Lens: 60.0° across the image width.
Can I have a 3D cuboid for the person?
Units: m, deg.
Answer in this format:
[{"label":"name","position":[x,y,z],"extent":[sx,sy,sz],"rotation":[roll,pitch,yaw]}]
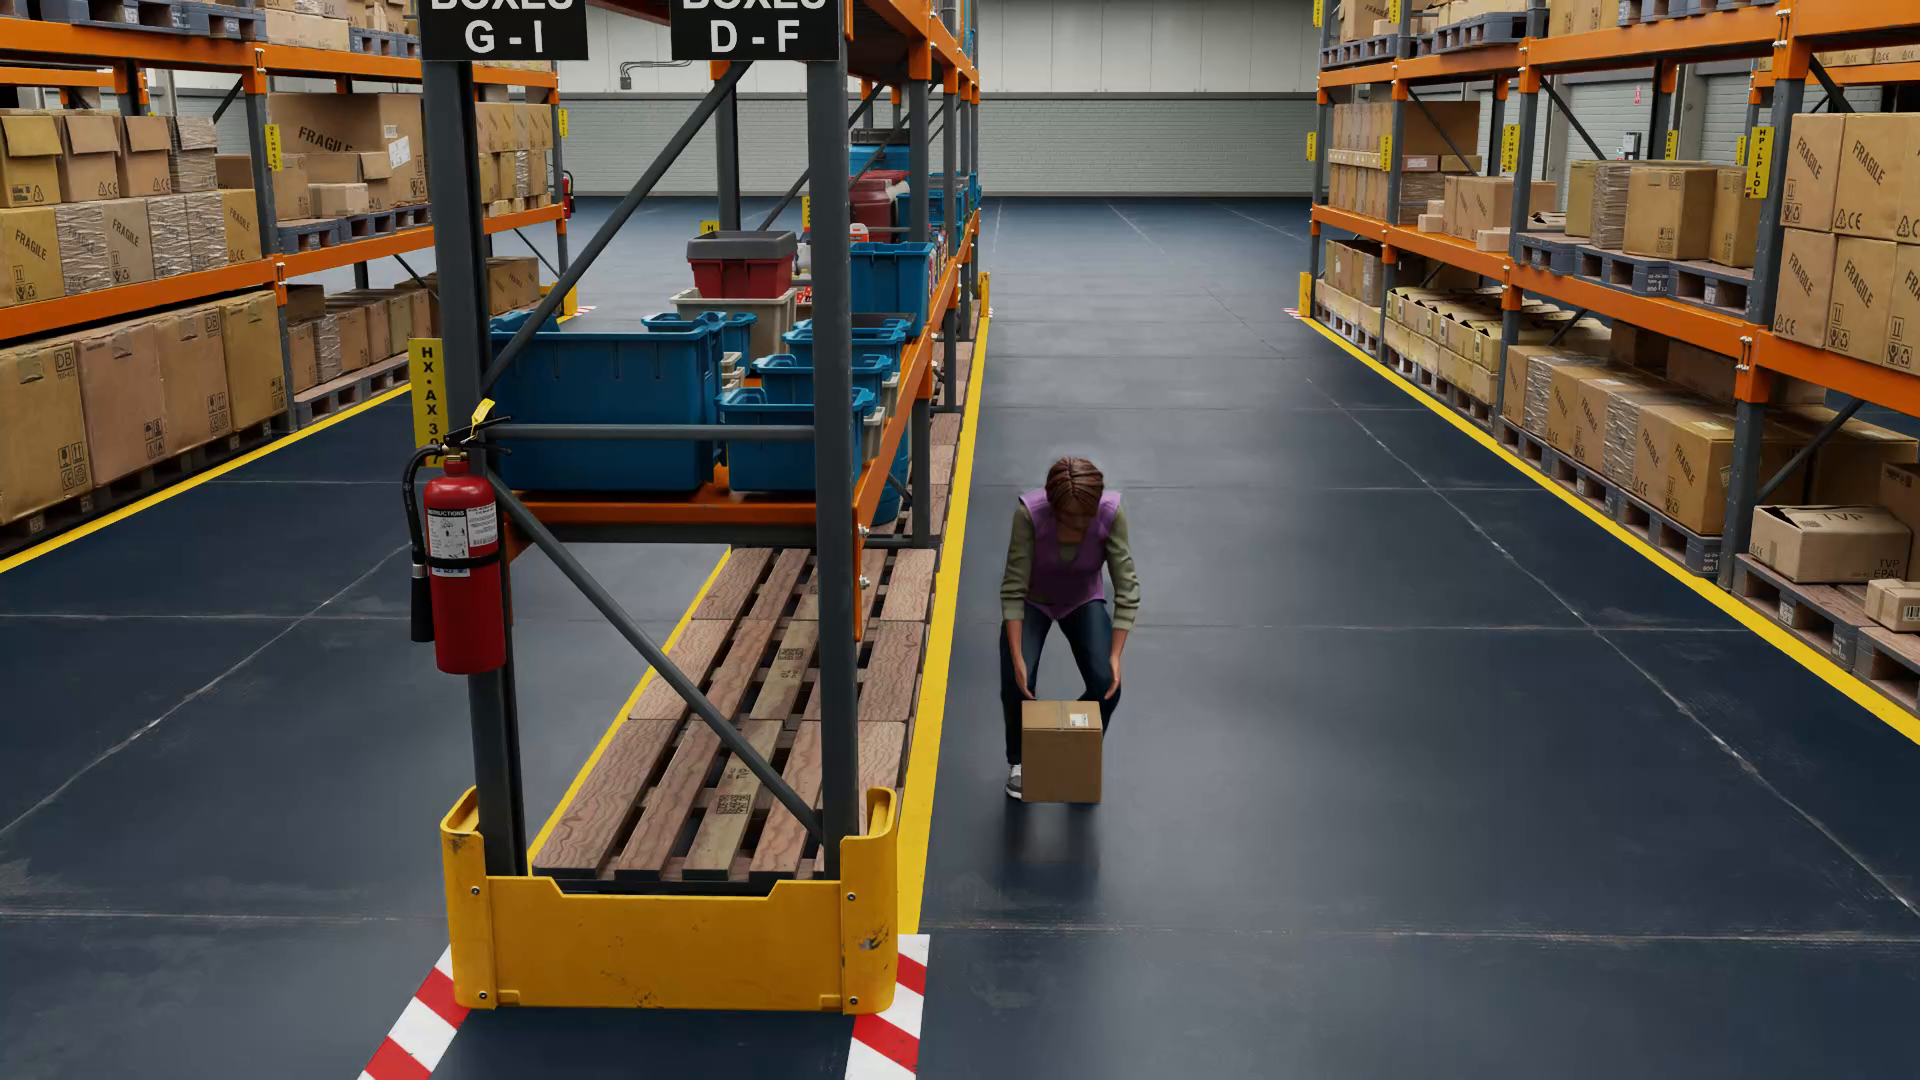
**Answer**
[{"label":"person","position":[0.365,0.290,5.637],"extent":[0.463,1.230,0.685],"rotation":[0,14,1]}]
